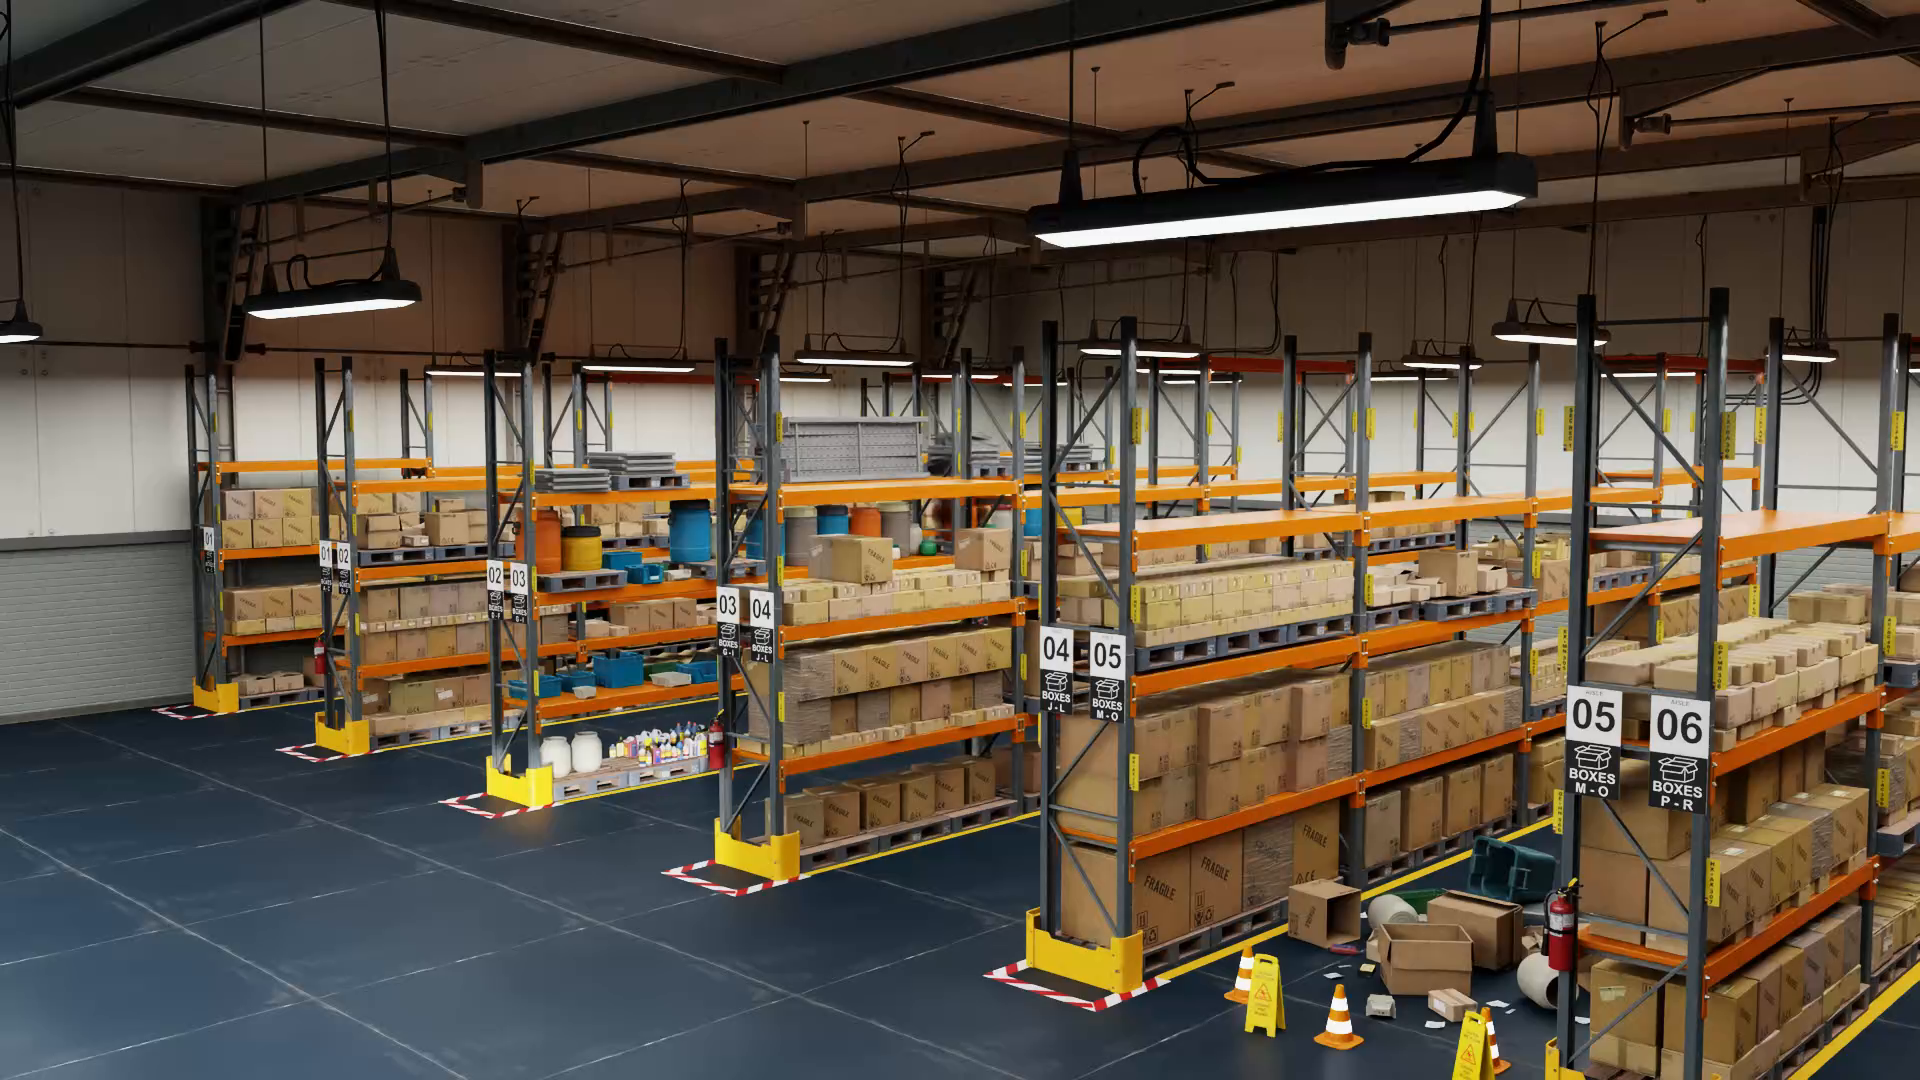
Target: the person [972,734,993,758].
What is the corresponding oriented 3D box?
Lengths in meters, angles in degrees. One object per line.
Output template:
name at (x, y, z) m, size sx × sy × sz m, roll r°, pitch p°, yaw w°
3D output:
person at (0.302, 2.377, 24.633) m, size 0.433 × 1.770 × 0.627 m, roll 3°, pitch 5°, yaw 33°
